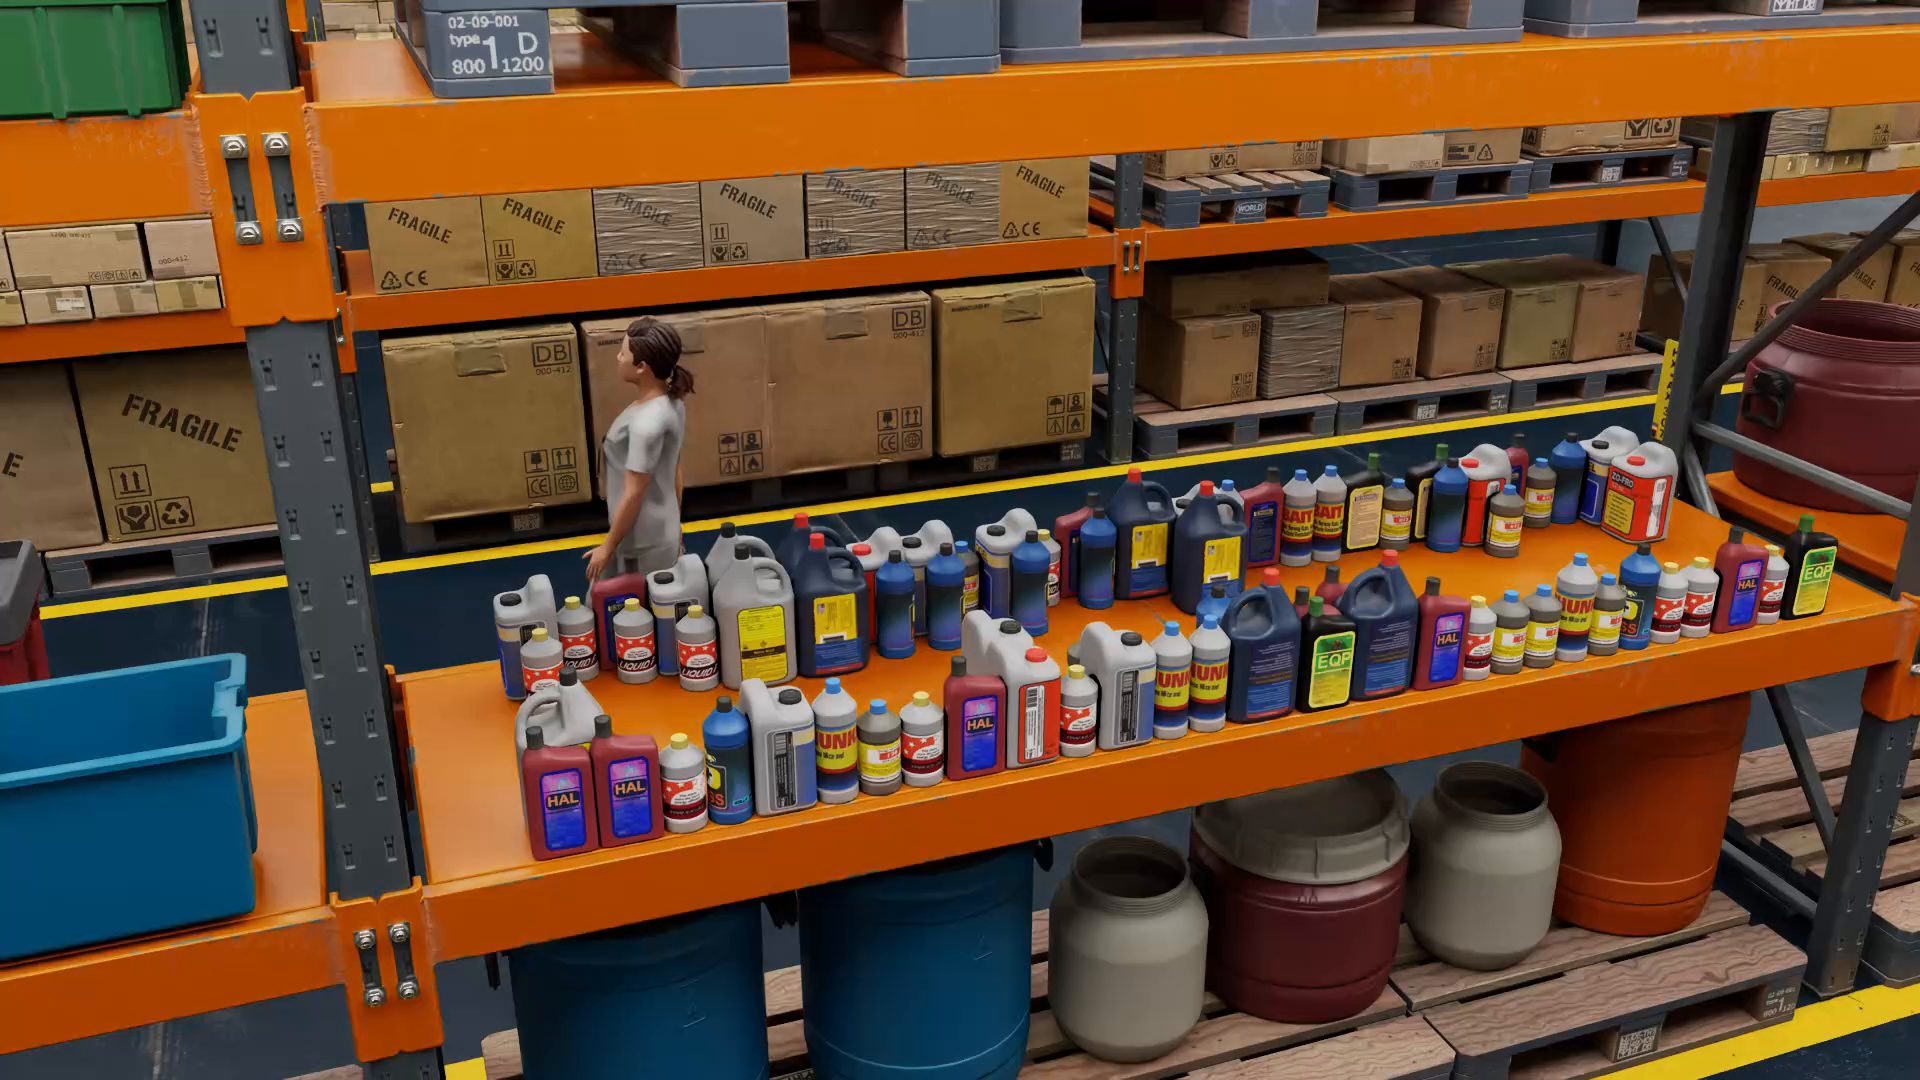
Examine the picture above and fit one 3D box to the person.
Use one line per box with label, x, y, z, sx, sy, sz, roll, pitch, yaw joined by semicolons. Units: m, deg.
person;-1.194;-0.015;6.125;0.911;1.630;0.444;-2;23;-5
